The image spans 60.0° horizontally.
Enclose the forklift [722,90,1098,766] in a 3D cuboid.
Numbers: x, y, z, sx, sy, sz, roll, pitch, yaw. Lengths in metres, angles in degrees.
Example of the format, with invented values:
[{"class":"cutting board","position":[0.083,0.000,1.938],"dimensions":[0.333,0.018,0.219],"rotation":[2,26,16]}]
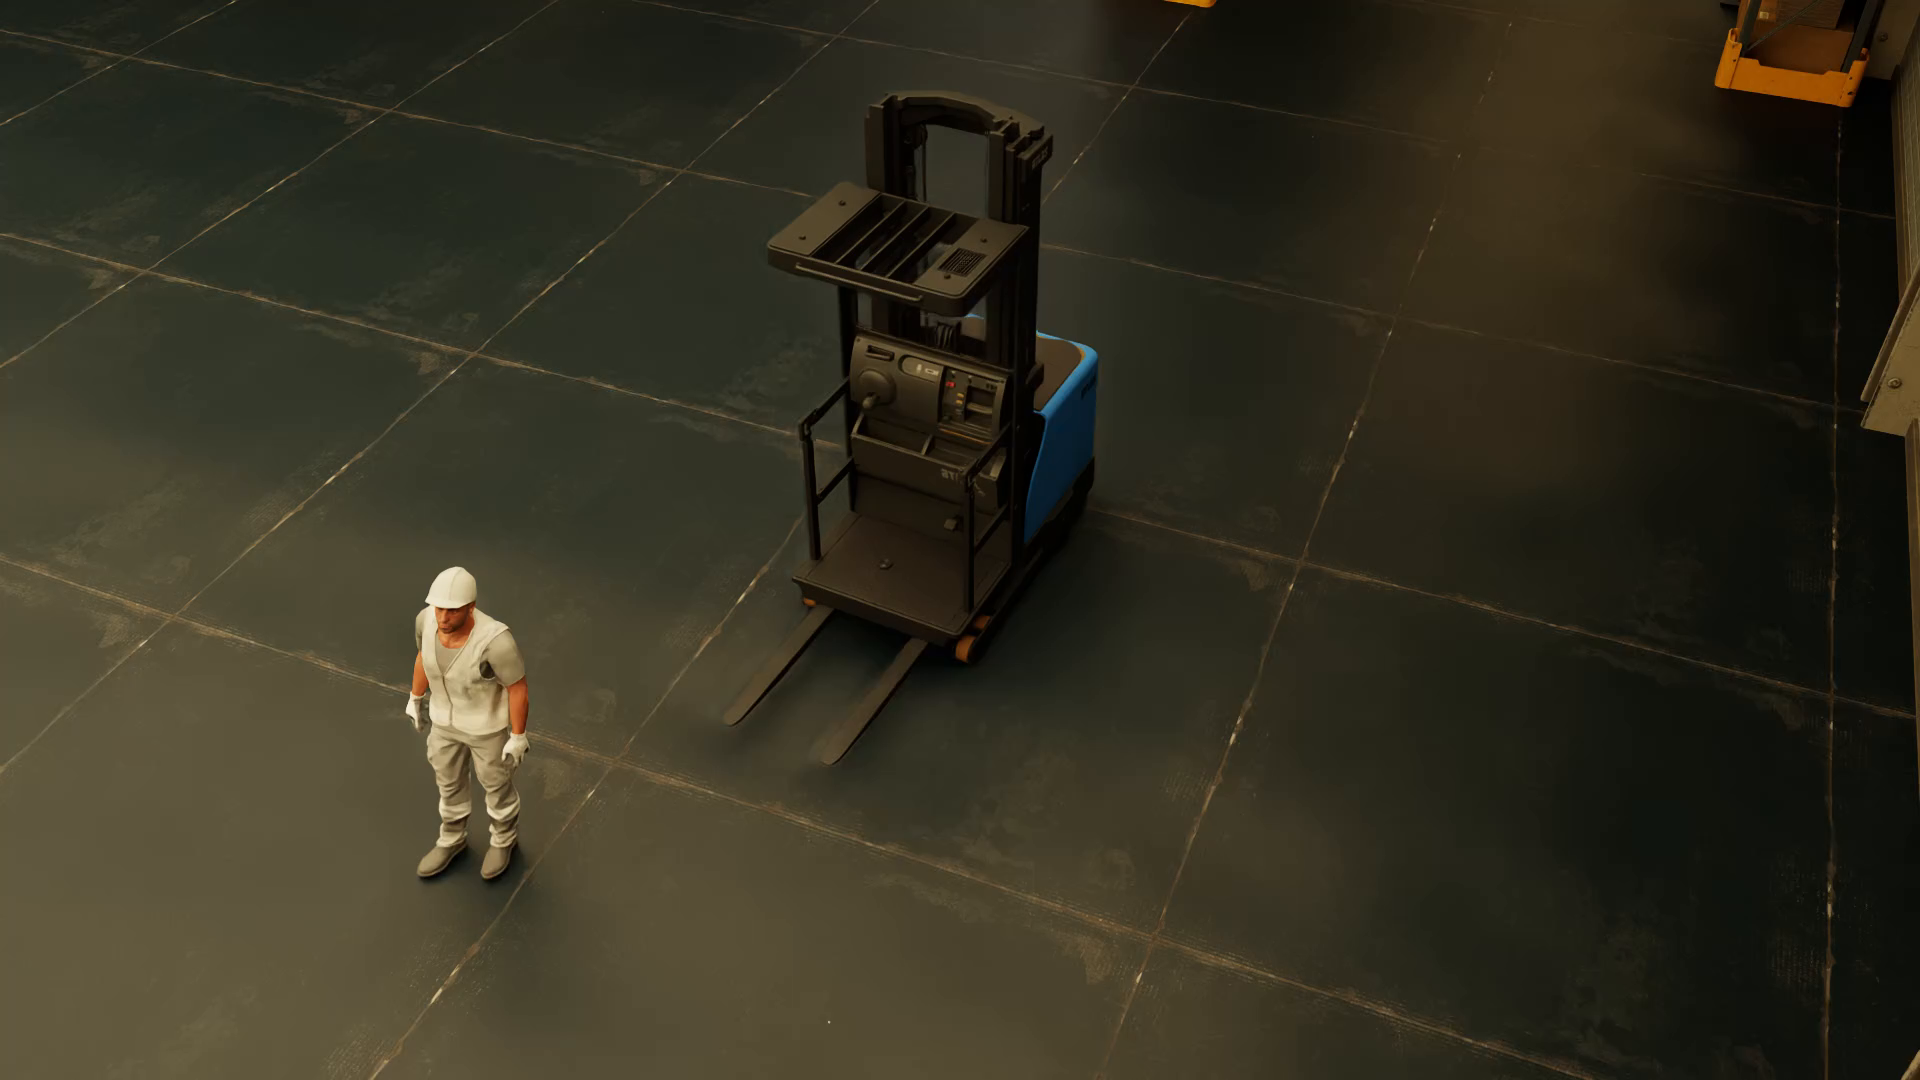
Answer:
[{"class":"forklift","position":[-0.273,-0.755,8.908],"dimensions":[1.130,2.935,3.031],"rotation":[18,43,20]}]

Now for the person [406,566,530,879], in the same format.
[{"class":"person","position":[-2.342,0.898,7.814],"dimensions":[0.637,1.789,0.558],"rotation":[14,42,16]}]
